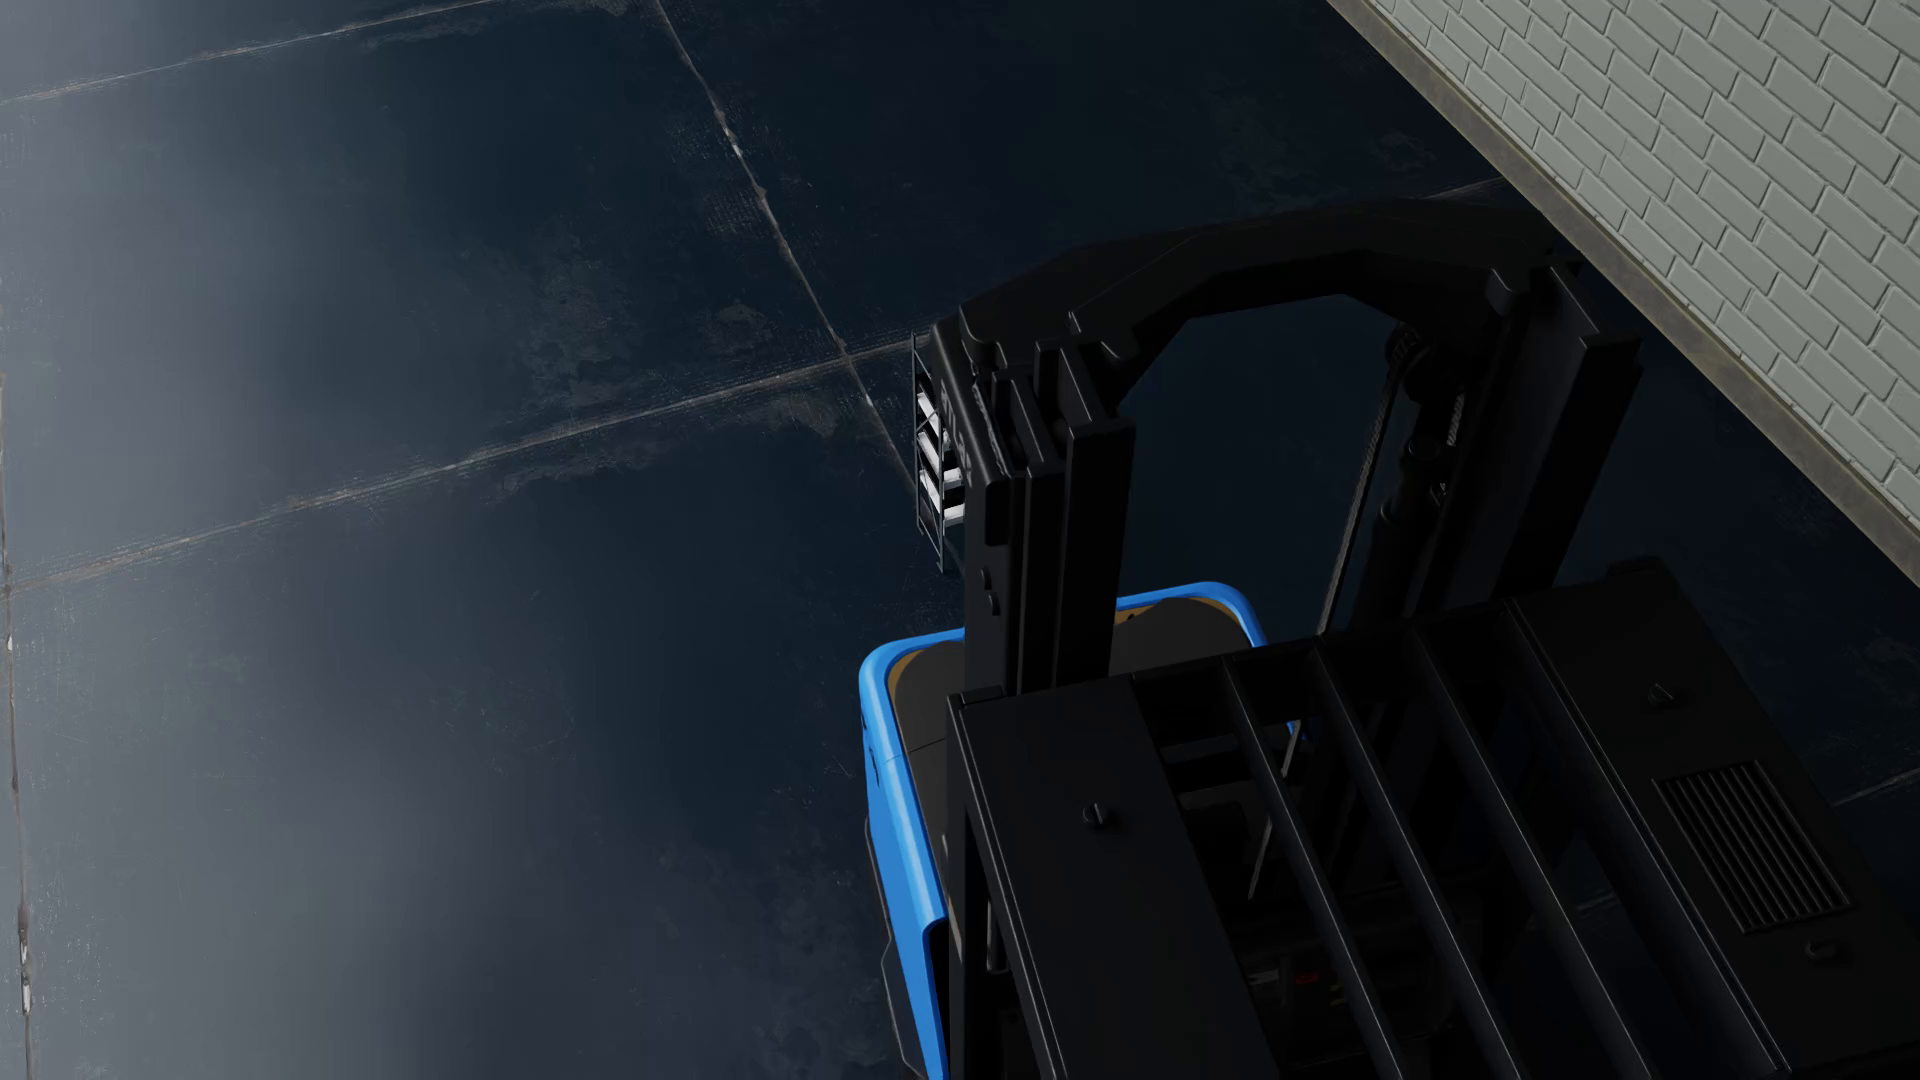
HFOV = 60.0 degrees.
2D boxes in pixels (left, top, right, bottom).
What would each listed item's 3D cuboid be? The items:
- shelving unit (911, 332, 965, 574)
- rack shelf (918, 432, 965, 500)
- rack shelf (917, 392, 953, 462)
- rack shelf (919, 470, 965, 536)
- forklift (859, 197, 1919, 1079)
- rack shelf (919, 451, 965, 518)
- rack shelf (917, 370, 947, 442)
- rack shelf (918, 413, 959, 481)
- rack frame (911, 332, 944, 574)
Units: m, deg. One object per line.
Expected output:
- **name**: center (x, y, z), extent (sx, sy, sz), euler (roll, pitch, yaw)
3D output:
- **shelving unit**: center (-0.008, -0.291, 5.407), extent (0.210, 0.900, 0.258), euler (-17, 52, -14)
- **rack shelf**: center (-0.008, -0.269, 5.432), extent (0.200, 0.077, 0.258), euler (-17, 52, -14)
- **rack shelf**: center (-0.008, -0.386, 5.295), extent (0.200, 0.077, 0.258), euler (-17, 52, -14)
- **rack shelf**: center (-0.008, -0.152, 5.568), extent (0.200, 0.077, 0.258), euler (-17, 52, -14)
- **forklift**: center (0.579, 1.011, 2.950), extent (1.130, 2.935, 3.031), euler (-10, 50, -9)
- **rack shelf**: center (-0.008, -0.211, 5.500), extent (0.200, 0.077, 0.258), euler (-17, 52, -14)
- **rack shelf**: center (-0.008, -0.445, 5.227), extent (0.200, 0.077, 0.258), euler (-17, 52, -14)
- **rack shelf**: center (-0.008, -0.328, 5.364), extent (0.200, 0.077, 0.258), euler (-17, 52, -14)
- **rack frame**: center (-0.102, -0.262, 5.382), extent (0.006, 0.900, 0.240), euler (-17, 52, -14)
